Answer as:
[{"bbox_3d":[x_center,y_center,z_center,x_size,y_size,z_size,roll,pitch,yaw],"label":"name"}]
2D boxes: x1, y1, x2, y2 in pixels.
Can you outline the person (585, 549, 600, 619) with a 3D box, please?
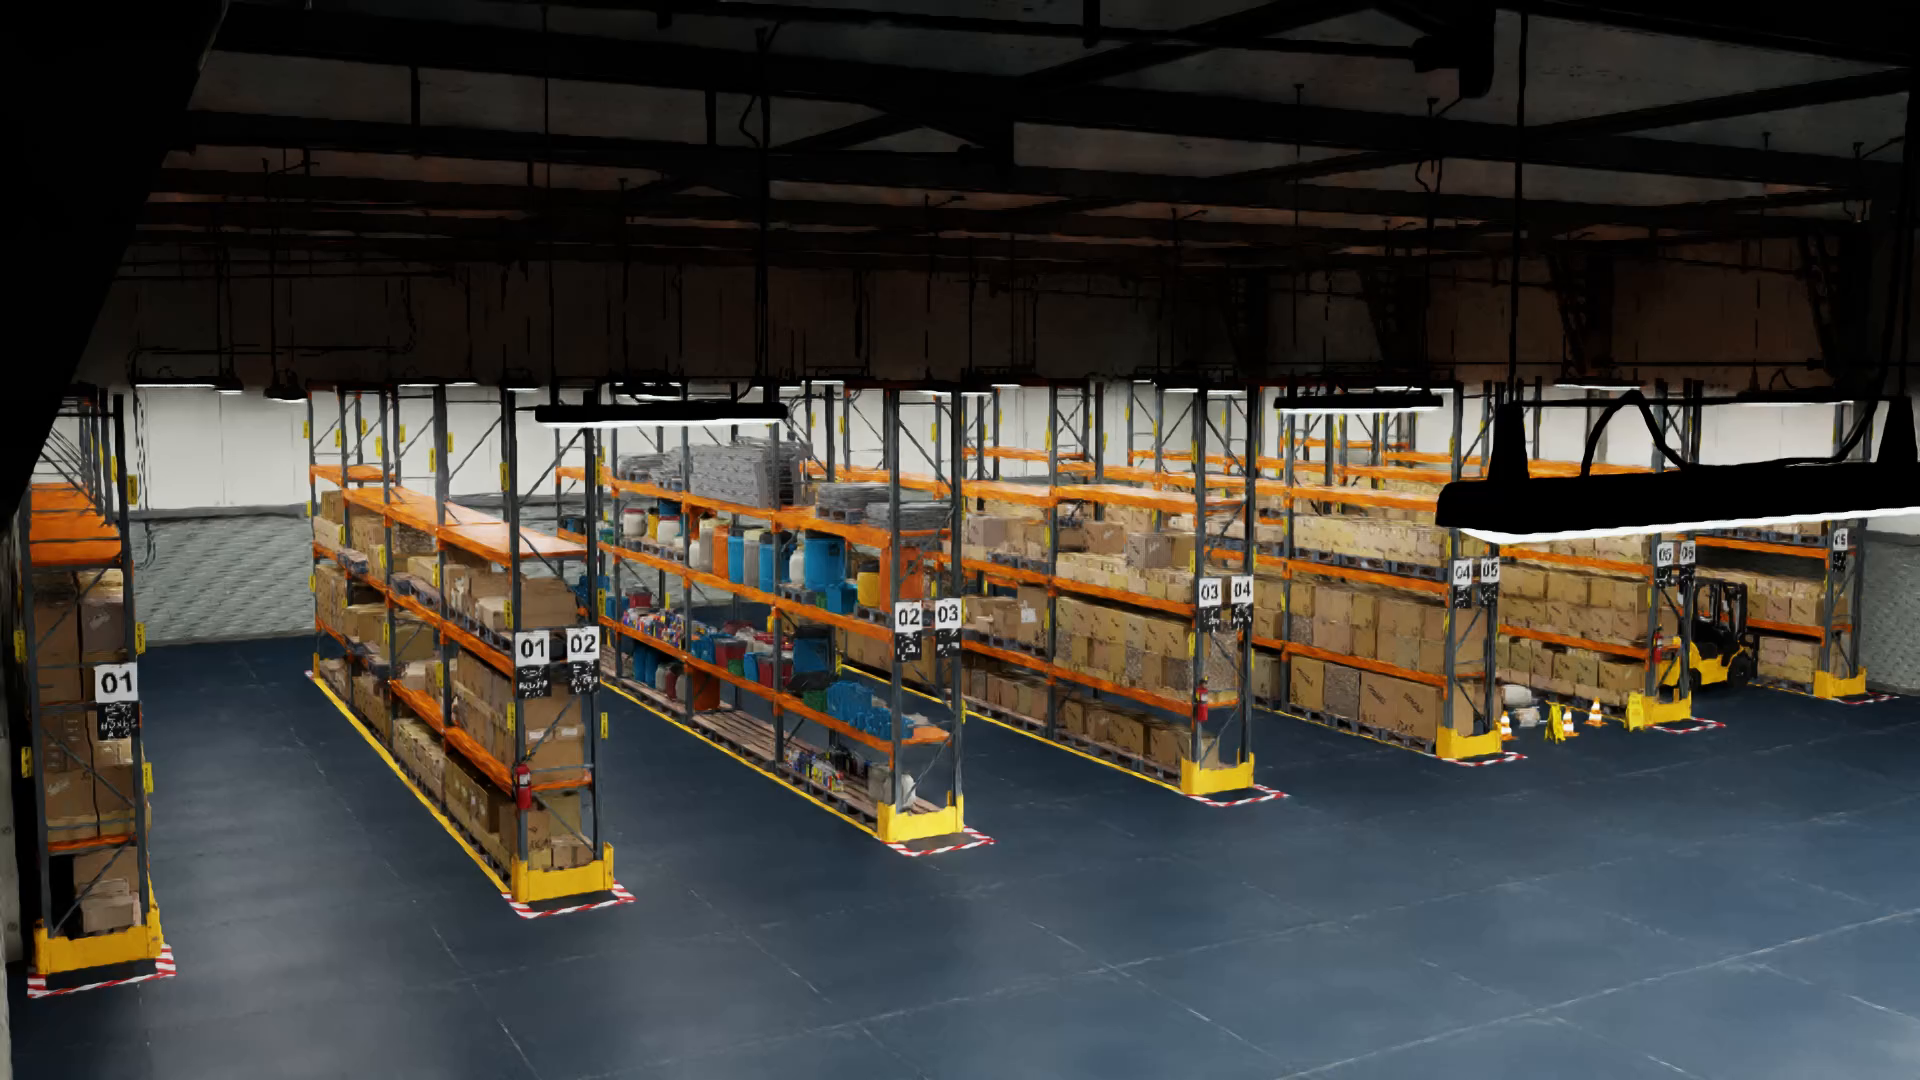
[{"bbox_3d":[-8.989,1.098,40.910,0.463,1.756,0.720,0,6,1],"label":"person"}]
